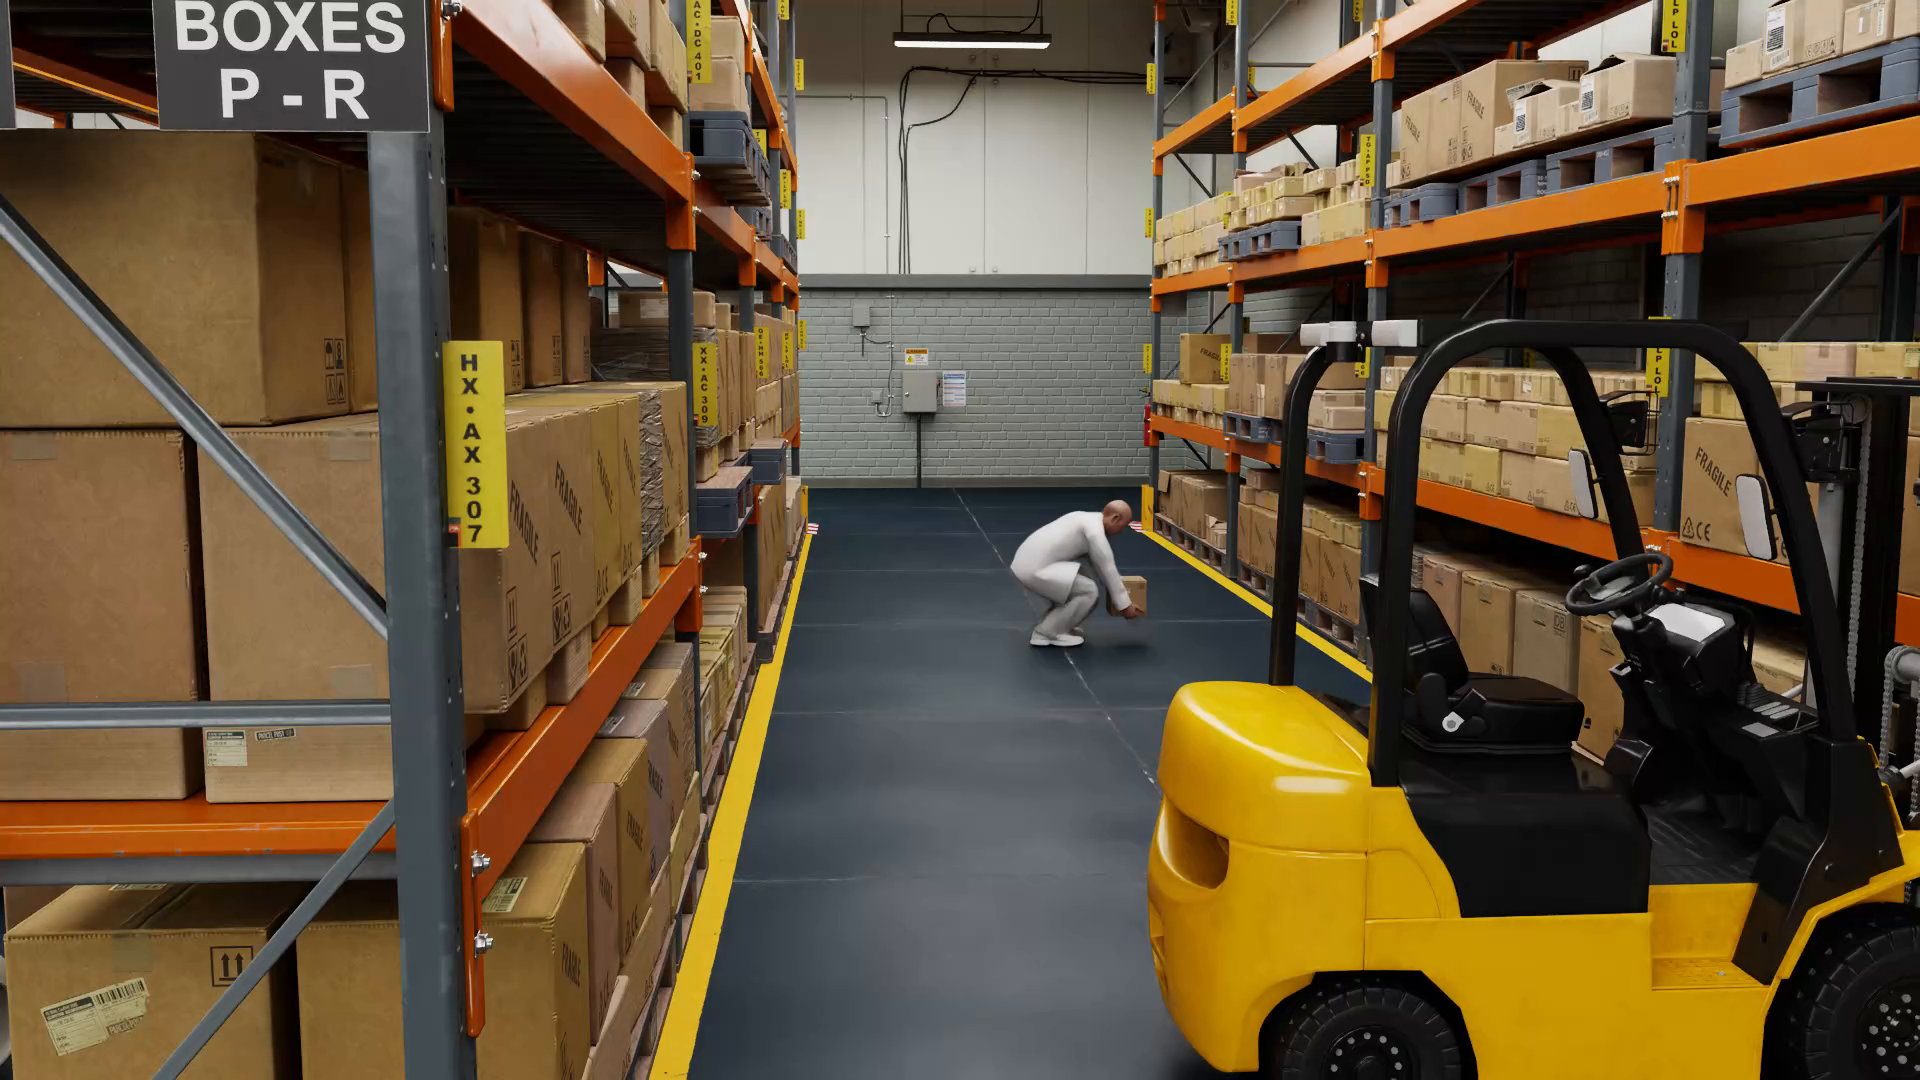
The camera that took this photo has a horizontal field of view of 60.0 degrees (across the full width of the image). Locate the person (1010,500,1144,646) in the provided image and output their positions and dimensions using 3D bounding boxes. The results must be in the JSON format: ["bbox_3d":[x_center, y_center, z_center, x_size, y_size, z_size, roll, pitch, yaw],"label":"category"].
[{"bbox_3d":[0.820,0.265,11.694,0.930,0.930,0.568,-1,7,-5],"label":"person"}]
